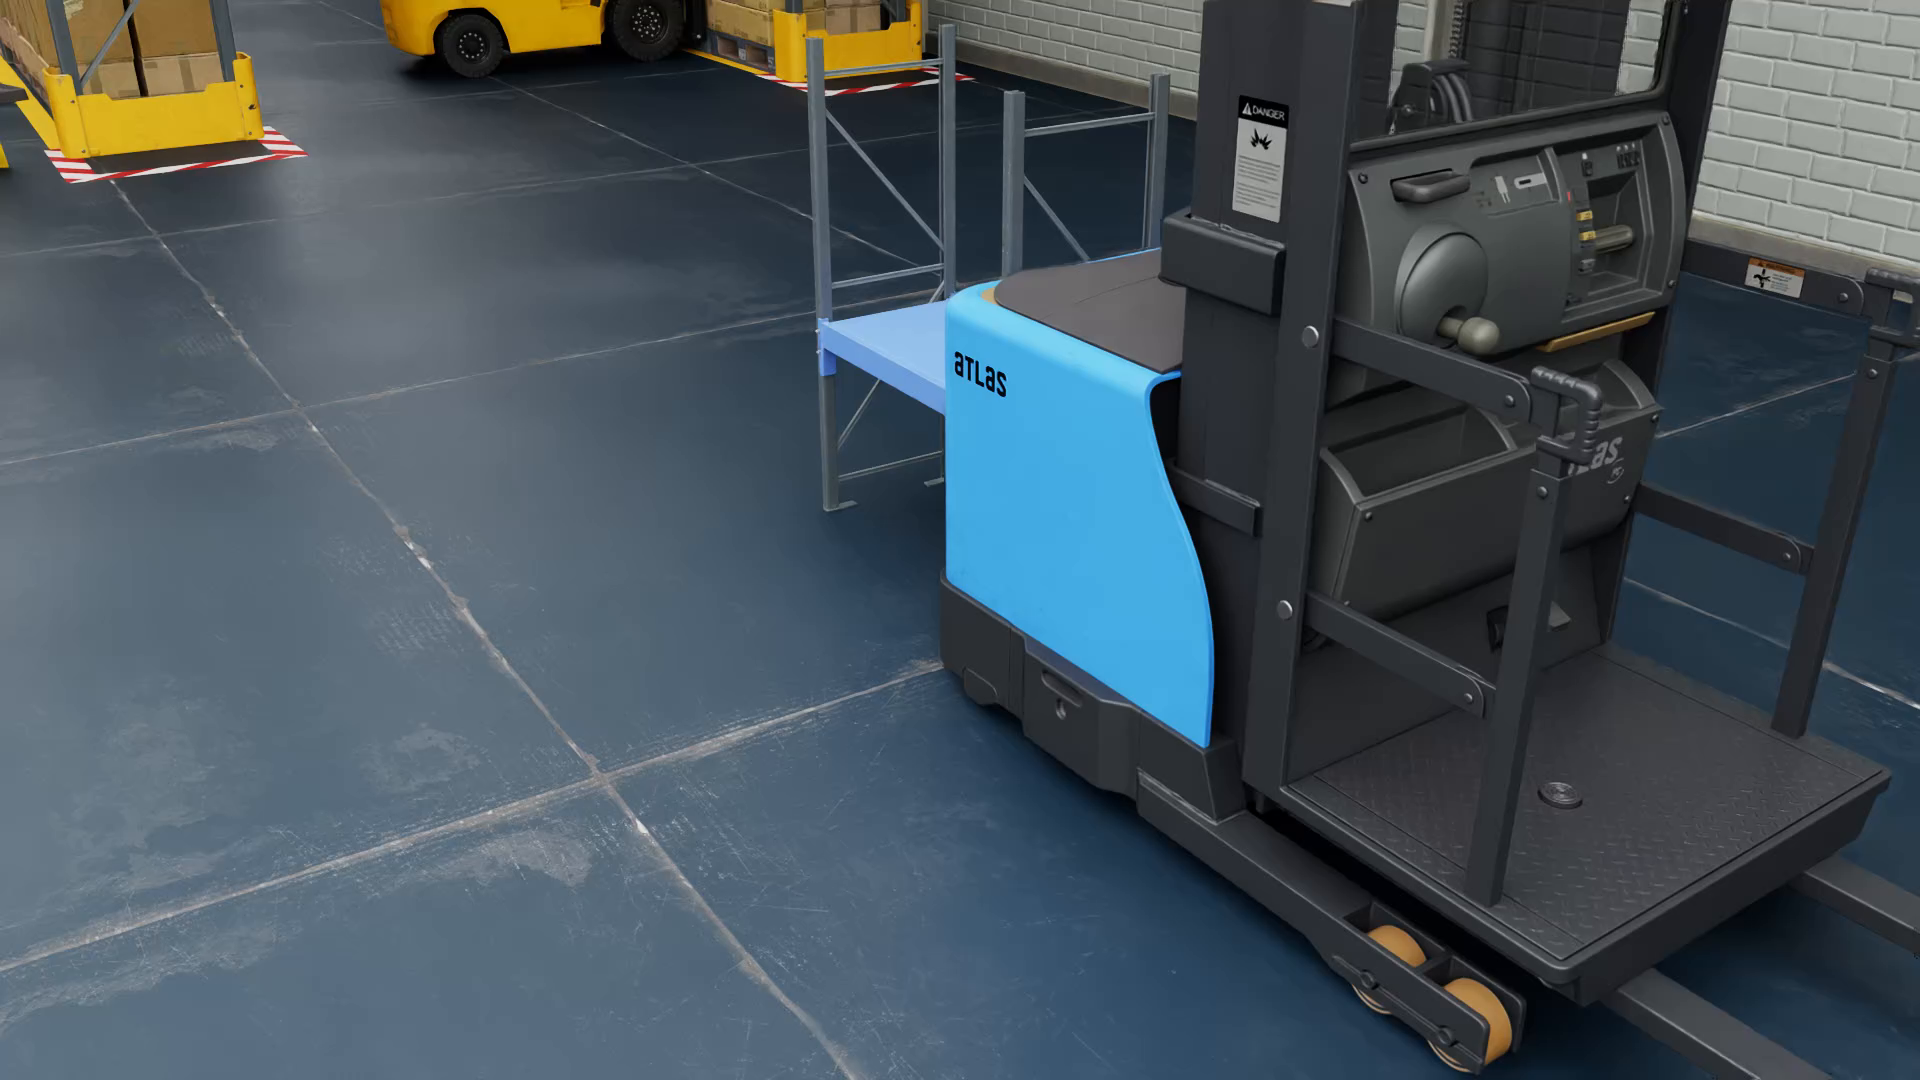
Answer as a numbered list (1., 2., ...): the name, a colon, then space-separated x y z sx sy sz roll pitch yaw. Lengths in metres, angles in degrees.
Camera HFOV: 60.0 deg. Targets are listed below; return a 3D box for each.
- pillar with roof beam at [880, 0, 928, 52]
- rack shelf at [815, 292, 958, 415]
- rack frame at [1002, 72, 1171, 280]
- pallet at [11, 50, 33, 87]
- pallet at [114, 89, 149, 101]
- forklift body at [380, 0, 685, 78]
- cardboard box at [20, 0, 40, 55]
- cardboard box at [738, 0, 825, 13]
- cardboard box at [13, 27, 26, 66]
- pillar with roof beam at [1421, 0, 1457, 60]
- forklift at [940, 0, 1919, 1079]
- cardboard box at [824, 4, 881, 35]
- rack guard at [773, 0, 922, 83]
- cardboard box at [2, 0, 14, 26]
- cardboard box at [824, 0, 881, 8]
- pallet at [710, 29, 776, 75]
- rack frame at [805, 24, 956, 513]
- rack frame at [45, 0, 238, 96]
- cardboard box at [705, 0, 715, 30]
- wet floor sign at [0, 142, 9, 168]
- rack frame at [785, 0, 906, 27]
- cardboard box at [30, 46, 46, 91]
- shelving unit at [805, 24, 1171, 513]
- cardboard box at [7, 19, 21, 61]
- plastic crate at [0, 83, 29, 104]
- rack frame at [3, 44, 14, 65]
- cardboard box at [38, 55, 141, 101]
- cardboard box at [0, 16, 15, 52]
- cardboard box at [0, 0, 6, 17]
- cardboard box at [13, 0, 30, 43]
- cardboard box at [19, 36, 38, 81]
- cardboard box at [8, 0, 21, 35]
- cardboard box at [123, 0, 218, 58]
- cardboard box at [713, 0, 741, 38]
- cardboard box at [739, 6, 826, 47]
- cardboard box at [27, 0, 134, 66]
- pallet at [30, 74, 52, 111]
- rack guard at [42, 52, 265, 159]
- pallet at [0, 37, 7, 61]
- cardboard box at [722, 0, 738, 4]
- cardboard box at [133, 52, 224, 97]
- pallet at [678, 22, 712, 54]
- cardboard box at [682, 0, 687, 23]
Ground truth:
1. pillar with roof beam: -4.103 -7.182 9.923 9.100 9.000 0.400 -16 29 -30
2. rack shelf: 0.047 -0.485 4.942 0.538 0.185 1.000 -16 29 -30
3. rack frame: 0.324 -0.466 4.480 0.500 1.500 0.032 -16 29 -30
4. pallet: -6.815 -3.793 13.037 1.003 0.211 1.213 -16 29 -30
5. pallet: -5.483 -2.920 11.189 1.003 0.211 1.213 -16 29 -30
6. forklift body: -3.434 -4.883 13.073 2.313 2.155 1.214 -16 29 -30
7. cardboard box: -5.971 -3.552 11.112 0.500 0.500 0.500 -14 29 -28
8. cardboard box: -1.398 -4.287 12.961 0.500 0.250 0.500 -16 30 -30
9. cardboard box: -6.523 -3.581 12.051 0.500 0.250 0.500 -16 30 -30
10. pillar with roof beam: -0.827 -5.036 5.377 9.100 9.000 0.400 -16 29 -30
11. forklift: 1.202 -0.562 3.006 1.130 2.935 3.031 -17 30 -31
12. cardboard box: -0.975 -4.181 13.322 0.500 0.250 0.500 -15 29 -29
13. rack guard: -0.858 -3.874 12.871 1.175 0.500 0.348 -16 29 -30
14. cardboard box: -6.813 -4.109 12.291 0.500 0.500 0.500 -14 29 -28
15. cardboard box: -0.953 -4.402 13.205 0.500 0.250 0.500 -15 29 -29
16. pallet: -1.323 -4.016 13.510 1.003 0.211 1.213 -16 29 -30
17. rack frame: -0.231 -0.830 5.250 0.500 1.500 0.032 -16 29 -30
18. rack frame: -5.027 -3.855 9.903 1.000 3.000 0.127 -16 29 -30
19. cardboard box: -1.921 -4.415 13.818 0.500 0.250 0.500 -15 29 -29
20. wet floor sign: -5.820 -2.473 9.733 0.267 0.644 0.232 -6 26 -12
21. rack frame: -0.871 -5.013 12.356 1.000 3.000 0.127 -16 29 -30
22. cardboard box: -5.970 -3.215 11.276 0.500 0.250 0.500 -15 29 -29
23. shelving unit: 0.047 -0.648 4.865 0.538 1.500 1.048 -16 29 -30
24. cardboard box: -6.814 -3.770 12.452 0.500 0.250 0.500 -14 29 -27
25. plastic crate: -7.041 -3.213 11.962 0.583 0.080 0.402 18 31 33
26. rack frame: -7.211 -5.286 12.934 1.000 3.000 0.127 -16 29 -30
27. cardboard box: -5.707 -3.037 10.898 0.500 0.250 0.500 -16 29 -30
28. cardboard box: -7.115 -3.958 12.851 0.500 0.250 0.500 -17 30 -32
29. cardboard box: -7.115 -4.298 12.690 0.500 0.500 0.500 -14 29 -27
30. cardboard box: -6.241 -3.735 11.498 0.500 0.500 0.500 -16 30 -31
31. cardboard box: -6.261 -3.401 11.670 0.500 0.250 0.500 -17 30 -31
32. cardboard box: -6.531 -3.923 11.897 0.500 0.500 0.500 -14 29 -27
33. cardboard box: -5.250 -3.502 11.006 0.500 0.500 0.500 -17 30 -31
34. cardboard box: -1.655 -4.234 13.435 0.500 0.250 0.500 -16 29 -30
35. cardboard box: -1.392 -4.054 13.053 0.500 0.250 0.500 -15 29 -29
36. cardboard box: -5.683 -3.367 10.718 0.500 0.500 0.500 -15 29 -29
37. pallet: -6.145 -3.356 12.112 1.003 0.211 1.213 -16 29 -30
38. rack guard: -5.069 -2.752 10.494 1.175 0.500 0.348 -16 29 -30
39. pallet: -7.637 -4.303 14.118 1.003 0.211 1.213 -16 29 -30
40. cardboard box: -1.663 -4.469 13.346 0.500 0.250 0.500 -16 30 -30
41. cardboard box: -5.236 -3.155 11.148 0.500 0.250 0.500 -16 30 -30
42. pallet: -1.985 -4.452 14.433 1.003 0.211 1.213 -16 29 -30
43. cardboard box: -2.223 -4.596 14.201 0.500 0.250 0.500 -15 29 -28
